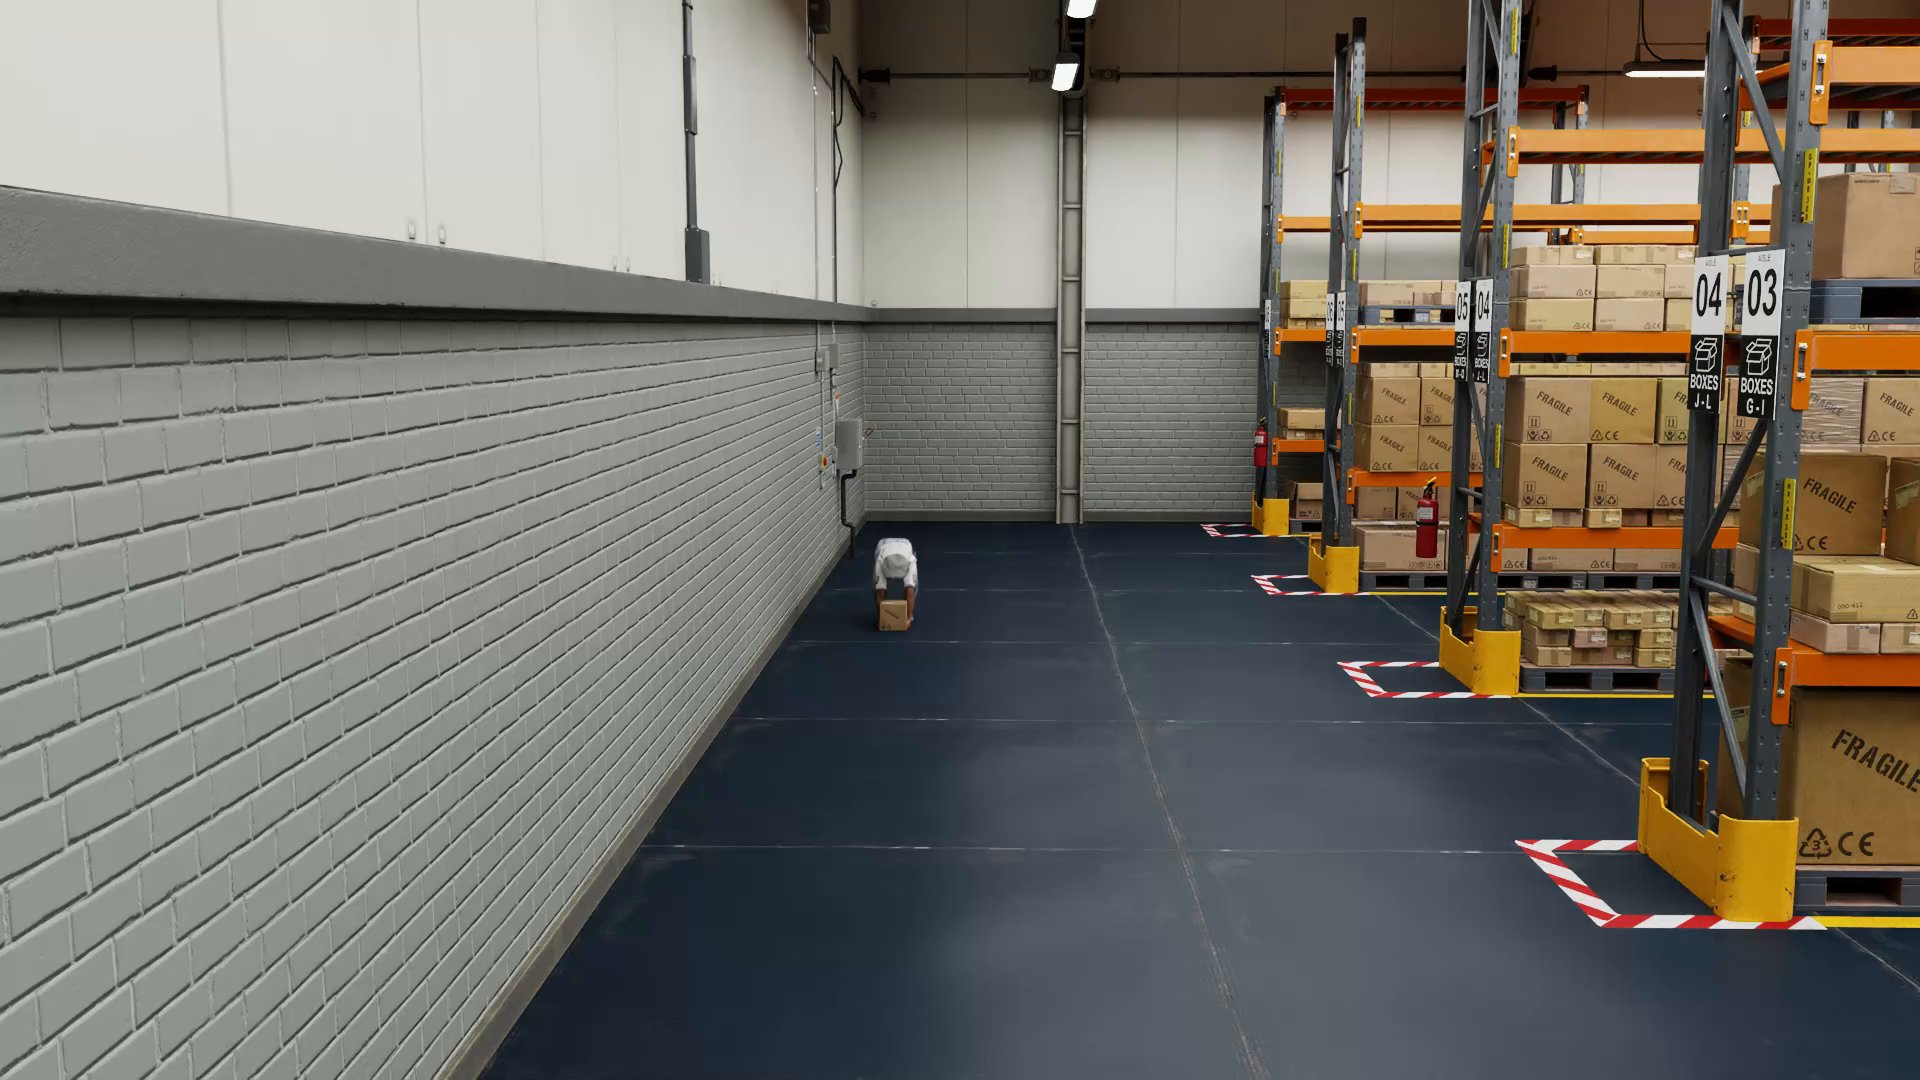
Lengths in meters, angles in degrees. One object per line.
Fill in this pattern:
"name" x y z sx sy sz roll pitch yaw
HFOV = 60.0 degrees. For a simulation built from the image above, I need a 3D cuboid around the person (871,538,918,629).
"person" -0.628 0.411 16.035 0.456 0.823 0.919 0 7 -1
